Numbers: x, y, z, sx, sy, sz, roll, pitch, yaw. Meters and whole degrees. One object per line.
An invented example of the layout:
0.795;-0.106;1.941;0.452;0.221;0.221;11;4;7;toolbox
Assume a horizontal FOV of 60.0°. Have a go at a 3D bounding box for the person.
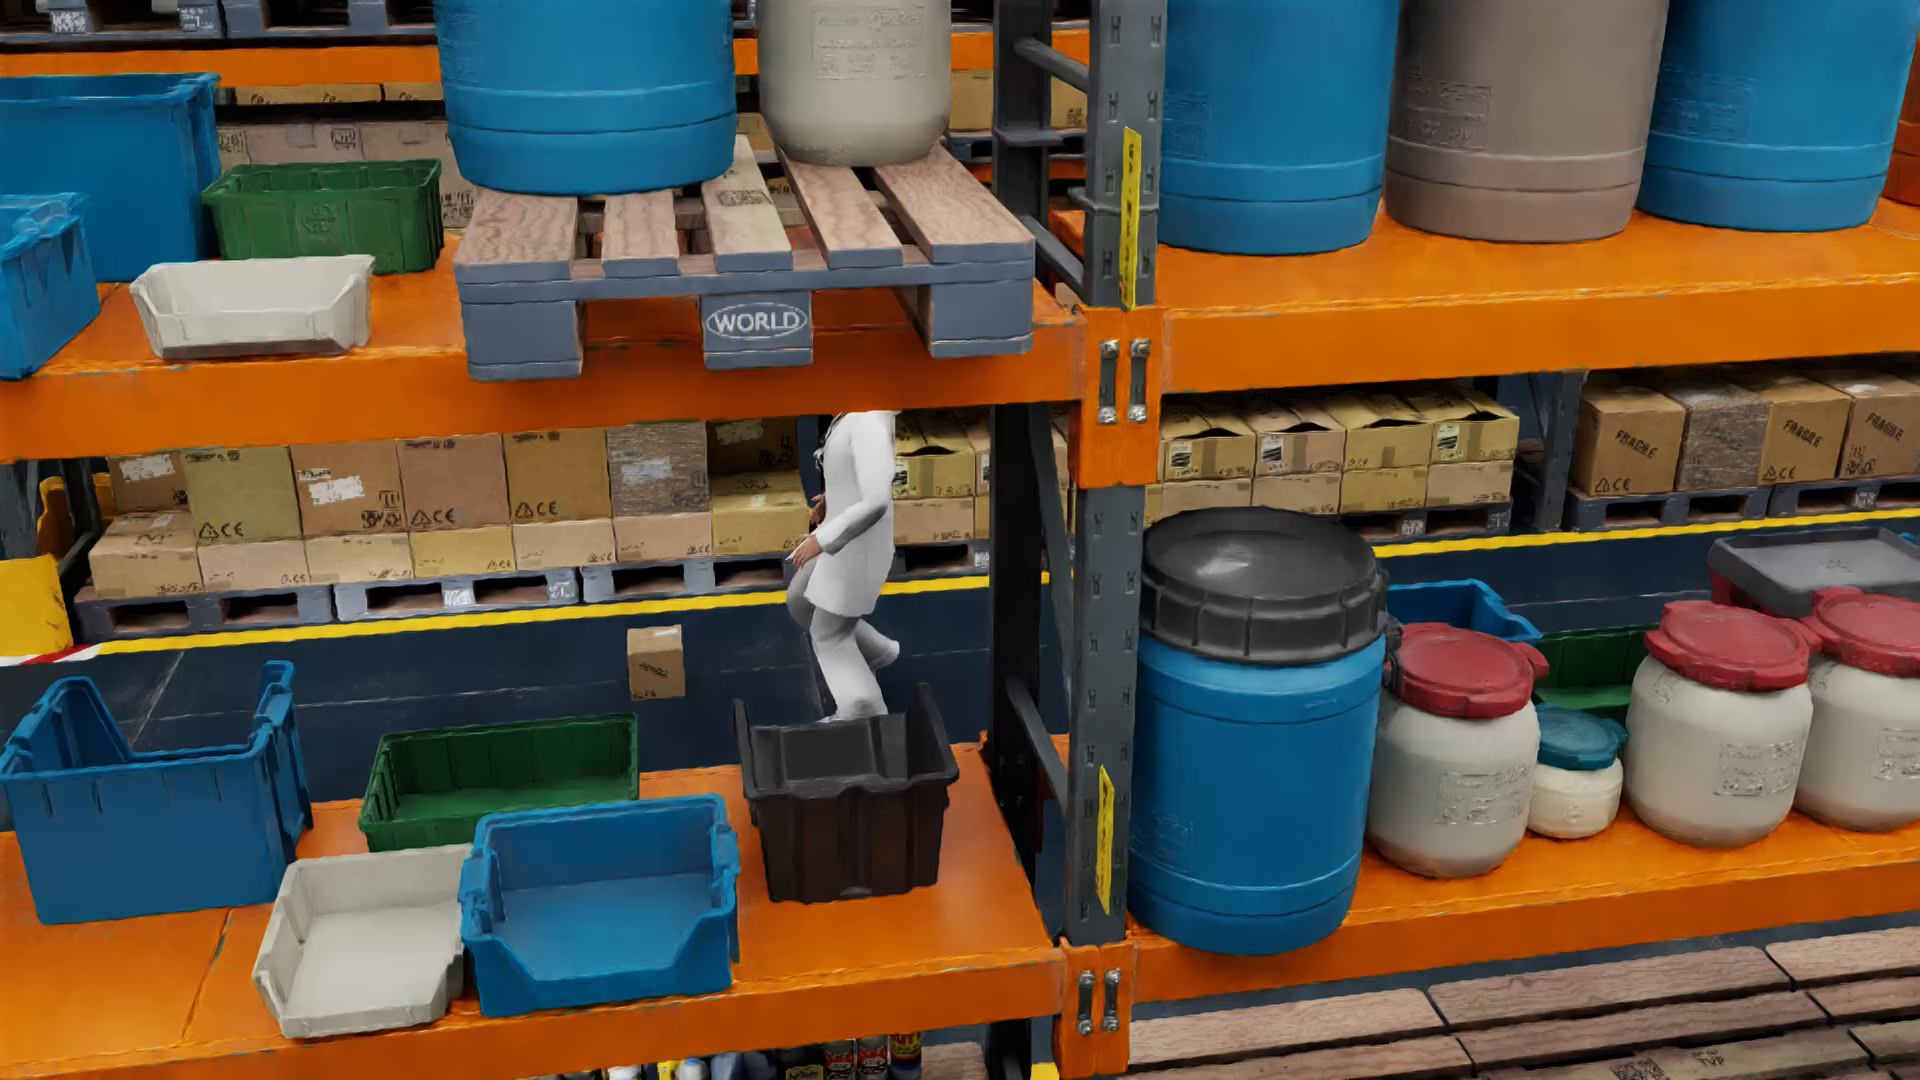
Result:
-0.485;0.027;7.092;0.519;1.749;0.786;-4;23;-9;person
